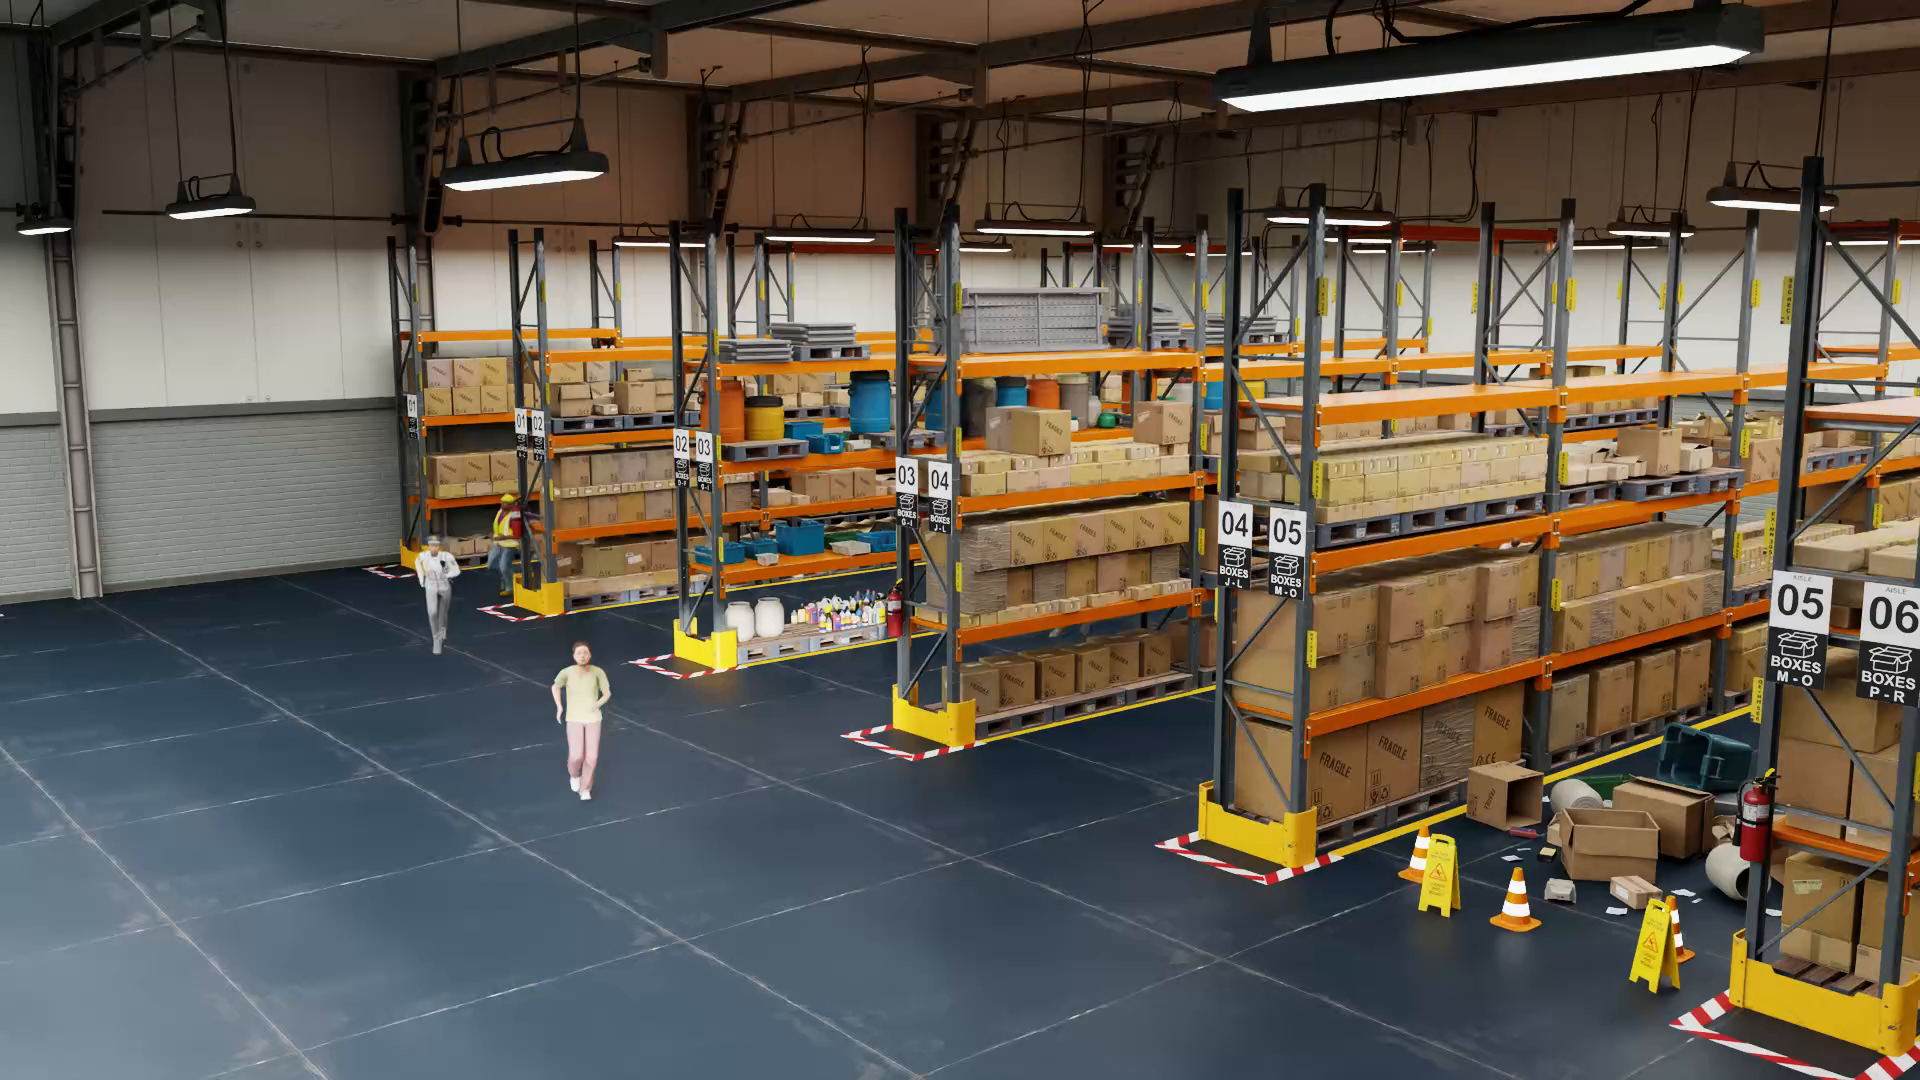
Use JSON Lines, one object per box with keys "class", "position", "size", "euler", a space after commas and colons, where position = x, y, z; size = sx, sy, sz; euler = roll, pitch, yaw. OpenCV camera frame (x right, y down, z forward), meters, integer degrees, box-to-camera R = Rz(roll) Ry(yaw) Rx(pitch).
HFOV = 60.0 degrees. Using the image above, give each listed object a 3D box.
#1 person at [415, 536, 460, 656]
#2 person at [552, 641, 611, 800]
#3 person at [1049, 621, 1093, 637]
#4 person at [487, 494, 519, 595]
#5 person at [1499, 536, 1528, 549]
{"class": "person", "position": [-7.411, 0.734, 23.650], "size": [0.613, 1.697, 0.974], "euler": [-3, 9, -16]}
{"class": "person", "position": [-3.763, 1.828, 16.615], "size": [0.568, 1.605, 0.535], "euler": [-3, 9, -16]}
{"class": "person", "position": [1.520, 0.484, 23.226], "size": [0.765, 1.769, 0.672], "euler": [-8, 12, -44]}
{"class": "person", "position": [-7.538, 0.090, 27.596], "size": [0.680, 1.721, 0.553], "euler": [5, 10, 30]}
{"class": "person", "position": [7.844, 0.657, 23.565], "size": [0.659, 1.791, 0.966], "euler": [8, 12, 42]}
